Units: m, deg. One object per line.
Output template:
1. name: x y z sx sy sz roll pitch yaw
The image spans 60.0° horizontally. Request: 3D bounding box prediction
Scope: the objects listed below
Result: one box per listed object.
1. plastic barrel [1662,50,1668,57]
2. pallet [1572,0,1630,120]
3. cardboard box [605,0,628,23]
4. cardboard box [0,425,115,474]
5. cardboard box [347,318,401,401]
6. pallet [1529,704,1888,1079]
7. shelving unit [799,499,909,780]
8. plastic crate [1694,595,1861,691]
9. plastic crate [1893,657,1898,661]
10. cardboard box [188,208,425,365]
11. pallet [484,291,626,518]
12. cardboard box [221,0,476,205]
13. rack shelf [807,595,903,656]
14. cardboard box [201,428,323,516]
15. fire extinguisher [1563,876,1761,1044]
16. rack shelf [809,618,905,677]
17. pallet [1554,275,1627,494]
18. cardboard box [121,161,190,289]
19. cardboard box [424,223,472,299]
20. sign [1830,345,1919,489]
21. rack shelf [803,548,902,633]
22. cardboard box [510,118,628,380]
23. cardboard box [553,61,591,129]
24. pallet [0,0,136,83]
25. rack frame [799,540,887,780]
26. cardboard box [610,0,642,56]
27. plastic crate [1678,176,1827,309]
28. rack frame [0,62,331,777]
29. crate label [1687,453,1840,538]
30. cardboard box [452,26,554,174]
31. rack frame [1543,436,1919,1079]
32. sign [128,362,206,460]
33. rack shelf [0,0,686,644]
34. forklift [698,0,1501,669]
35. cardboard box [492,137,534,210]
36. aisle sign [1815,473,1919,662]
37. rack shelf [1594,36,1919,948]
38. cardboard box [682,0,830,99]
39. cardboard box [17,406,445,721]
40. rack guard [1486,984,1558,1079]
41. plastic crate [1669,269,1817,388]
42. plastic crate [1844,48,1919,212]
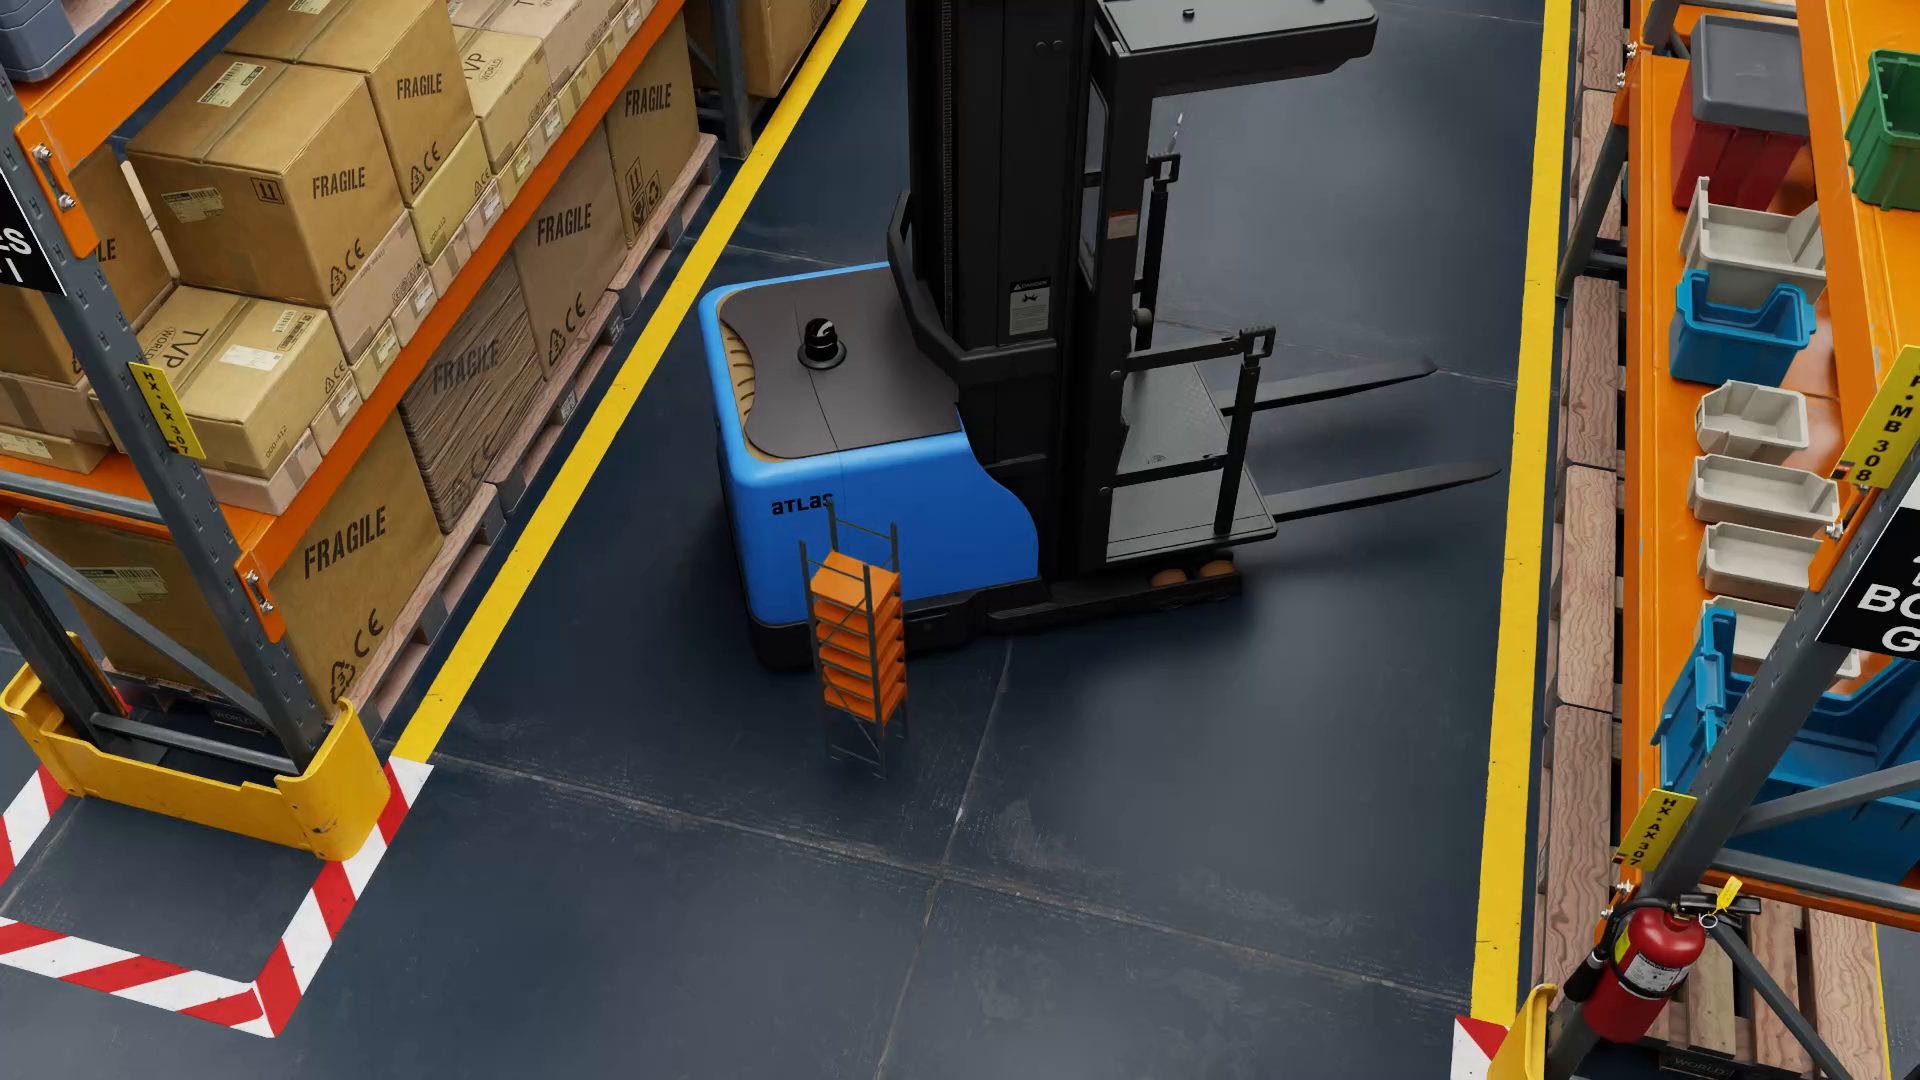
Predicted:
1. plastic barrel: 3.580 -2.398 7.904 0.600 0.901 0.708 12 50 10
2. pallet: 3.796 -2.563 8.790 1.003 0.211 1.213 12 50 10
3. cardboard box: -1.542 -2.331 6.627 0.500 0.250 0.500 13 50 11
4. cardboard box: -2.821 -0.374 5.166 0.380 0.149 0.250 12 50 11
5. cardboard box: -2.052 -0.615 5.378 0.380 0.149 0.250 11 49 9
6. pallet: 2.435 1.176 5.490 1.003 0.211 1.213 12 50 10
7. shelving unit: -0.338 0.364 5.545 0.258 1.200 0.189 19 53 16
8. plastic crate: 2.221 0.284 4.553 0.396 0.136 0.243 12 50 10
9. plastic crate: 2.737 0.288 4.485 0.416 0.233 0.300 12 50 10
10. cardboard box: -2.080 -0.855 5.324 0.500 0.250 0.500 11 49 10
11. pallet: -2.139 -0.686 7.133 1.003 0.211 1.213 12 50 10
12. cardboard box: -1.949 -1.463 5.361 0.500 0.500 0.500 10 49 9
13. rack shelf: -0.339 0.237 5.395 0.258 0.103 0.180 19 53 16
14. cardboard box: -2.186 -0.243 5.051 0.380 0.149 0.250 12 50 10
15. fire extinguisher: 1.703 1.011 4.076 0.296 0.674 0.183 12 50 10
16. rack shelf: -0.338 0.315 5.487 0.258 0.103 0.180 19 53 16
17. pallet: 3.078 -0.588 7.047 1.003 0.211 1.213 12 50 10
18. cardboard box: -2.592 -0.953 5.411 0.500 0.250 0.500 11 49 9
19. cardboard box: -1.917 -0.987 5.707 0.380 0.149 0.250 11 49 9
20. sign: 1.646 -0.212 2.925 0.100 0.325 0.005 12 50 10
21. rack shelf: -0.341 0.160 5.304 0.258 0.103 0.180 19 53 16
22. cardboard box: -2.032 -1.351 6.998 0.875 0.875 0.875 12 50 10
23. cardboard box: -1.647 -1.730 6.363 0.380 0.149 0.250 11 49 9
24. pallet: -2.412 -1.637 4.171 1.003 0.211 1.213 12 50 10
25. rack frame: -0.377 0.427 5.491 0.240 1.200 0.006 19 53 16
26. cardboard box: -1.512 -2.102 6.691 0.380 0.149 0.250 12 50 11
27. plastic crate: 2.654 -0.963 5.557 0.437 0.282 0.530 12 50 10
28. rack frame: -2.597 -0.135 4.787 1.000 3.000 0.127 12 50 10
29. crate label: 2.361 -0.129 4.918 0.396 0.136 0.243 12 50 10
30. cardboard box: -1.812 -1.596 5.978 0.500 0.250 0.500 11 49 9
31. rack frame: 2.178 0.842 3.925 0.949 2.616 0.053 12 50 10
32. sign: -2.064 -0.334 4.332 0.100 0.325 0.005 12 50 10
33. rack shelf: -2.071 -1.343 6.334 1.077 0.370 4.000 12 50 10
34. forklift: 0.607 -1.079 5.666 3.031 2.935 1.130 -10 49 -9
35. cardboard box: -1.782 -1.356 6.033 0.380 0.149 0.250 10 49 9
36. aisle sign: 1.879 -0.023 2.955 0.394 0.787 0.004 12 50 10
37. rack shelf: 2.707 -0.366 5.471 1.077 0.370 4.000 12 50 10
38. cardboard box: -1.396 -2.931 8.392 1.225 0.875 0.875 12 50 10
39. cardboard box: -2.506 -0.049 5.849 0.875 0.875 0.875 12 50 10
40. rack guard: 2.187 1.690 4.844 1.175 0.500 0.348 12 50 10
41. plastic crate: 2.474 -0.658 5.321 0.416 0.233 0.300 12 50 10
42. plastic crate: 2.165 -0.850 3.559 0.450 0.188 0.336 12 50 10
